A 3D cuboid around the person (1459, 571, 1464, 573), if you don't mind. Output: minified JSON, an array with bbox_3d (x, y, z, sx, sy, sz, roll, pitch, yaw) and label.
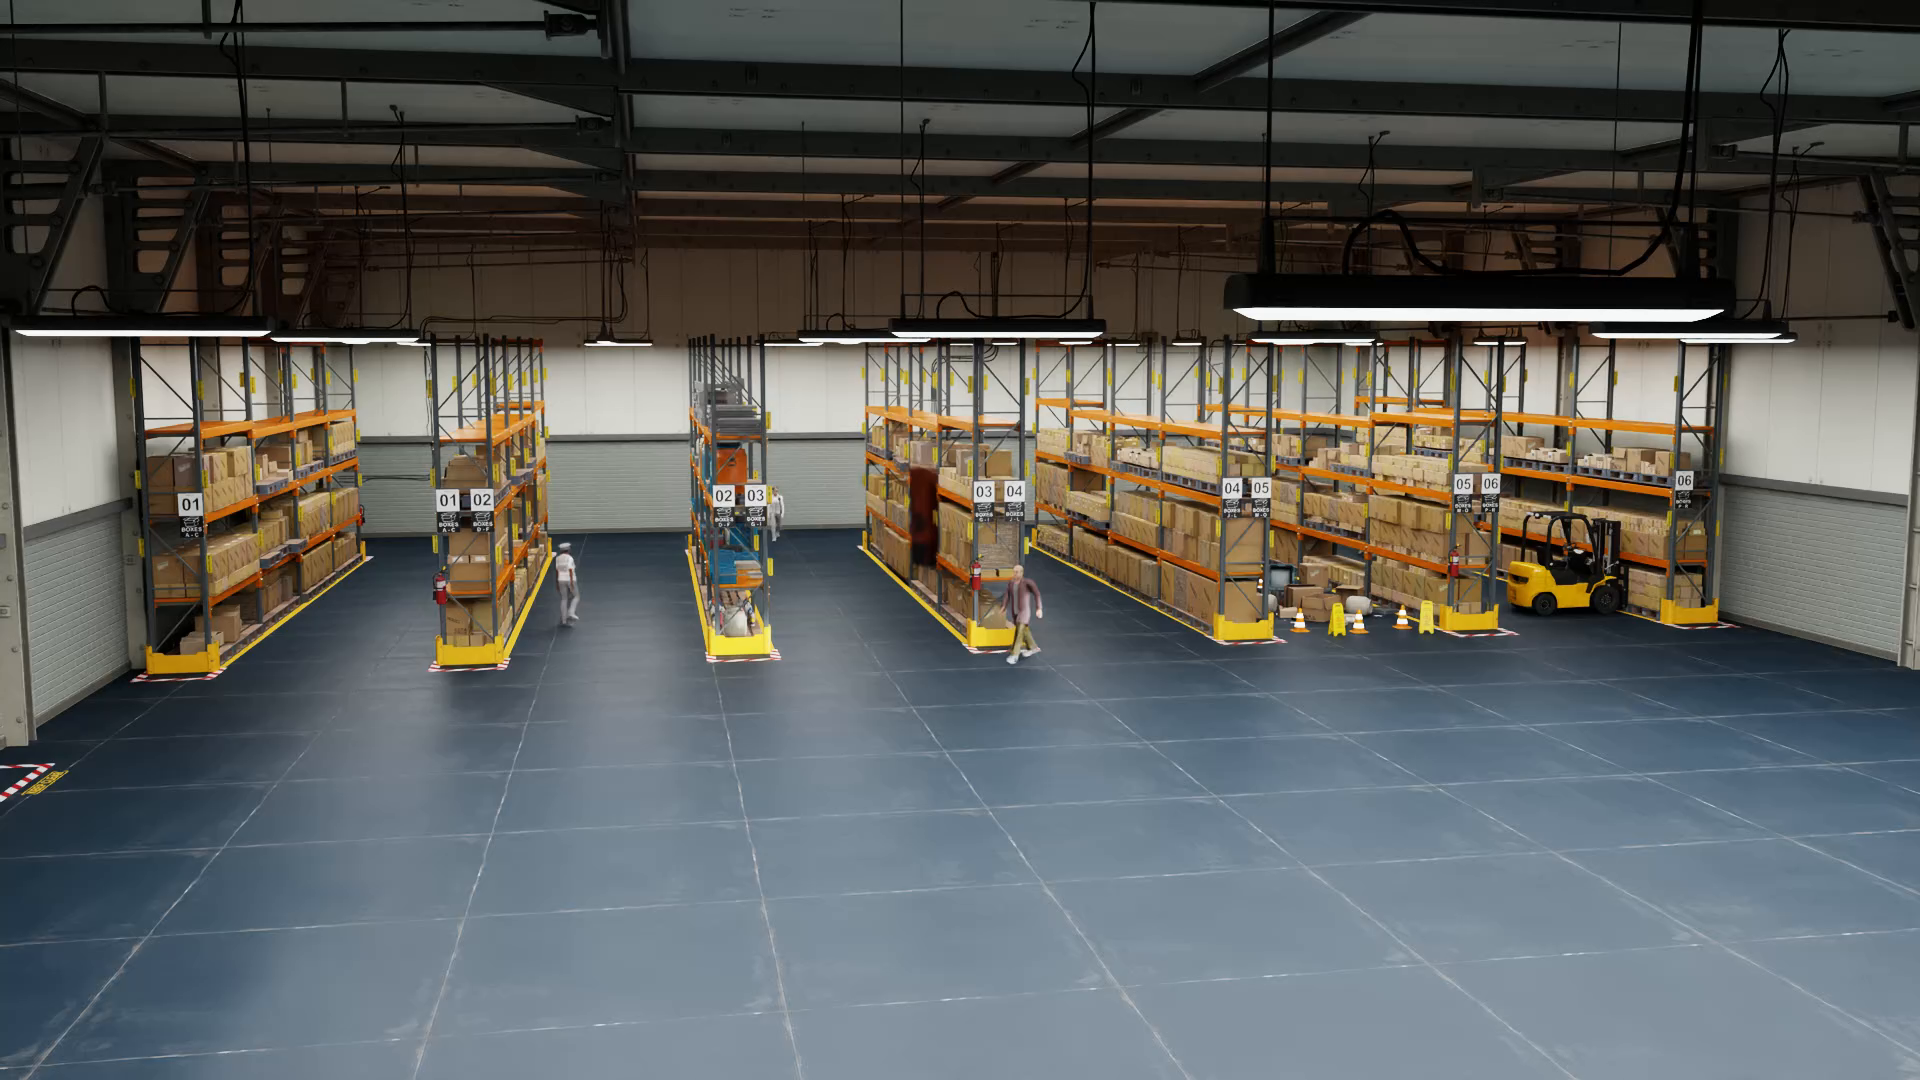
[{"bbox_3d":[11.483,0.552,38.277,0.534,1.604,0.710,-3,7,-21],"label":"person"}]

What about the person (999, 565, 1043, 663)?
[{"bbox_3d":[1.111,1.380,30.719,1.020,1.640,0.695,-6,9,-41],"label":"person"}]

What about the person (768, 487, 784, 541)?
[{"bbox_3d":[-5.518,-0.810,49.843,0.492,1.627,0.872,-1,7,-13],"label":"person"}]

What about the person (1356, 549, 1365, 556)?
[{"bbox_3d":[11.147,-0.394,46.219,0.434,1.663,0.535,5,9,40],"label":"person"}]

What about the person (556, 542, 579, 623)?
[{"bbox_3d":[-8.240,0.899,34.866,0.498,1.662,0.458,0,7,4],"label":"person"}]
